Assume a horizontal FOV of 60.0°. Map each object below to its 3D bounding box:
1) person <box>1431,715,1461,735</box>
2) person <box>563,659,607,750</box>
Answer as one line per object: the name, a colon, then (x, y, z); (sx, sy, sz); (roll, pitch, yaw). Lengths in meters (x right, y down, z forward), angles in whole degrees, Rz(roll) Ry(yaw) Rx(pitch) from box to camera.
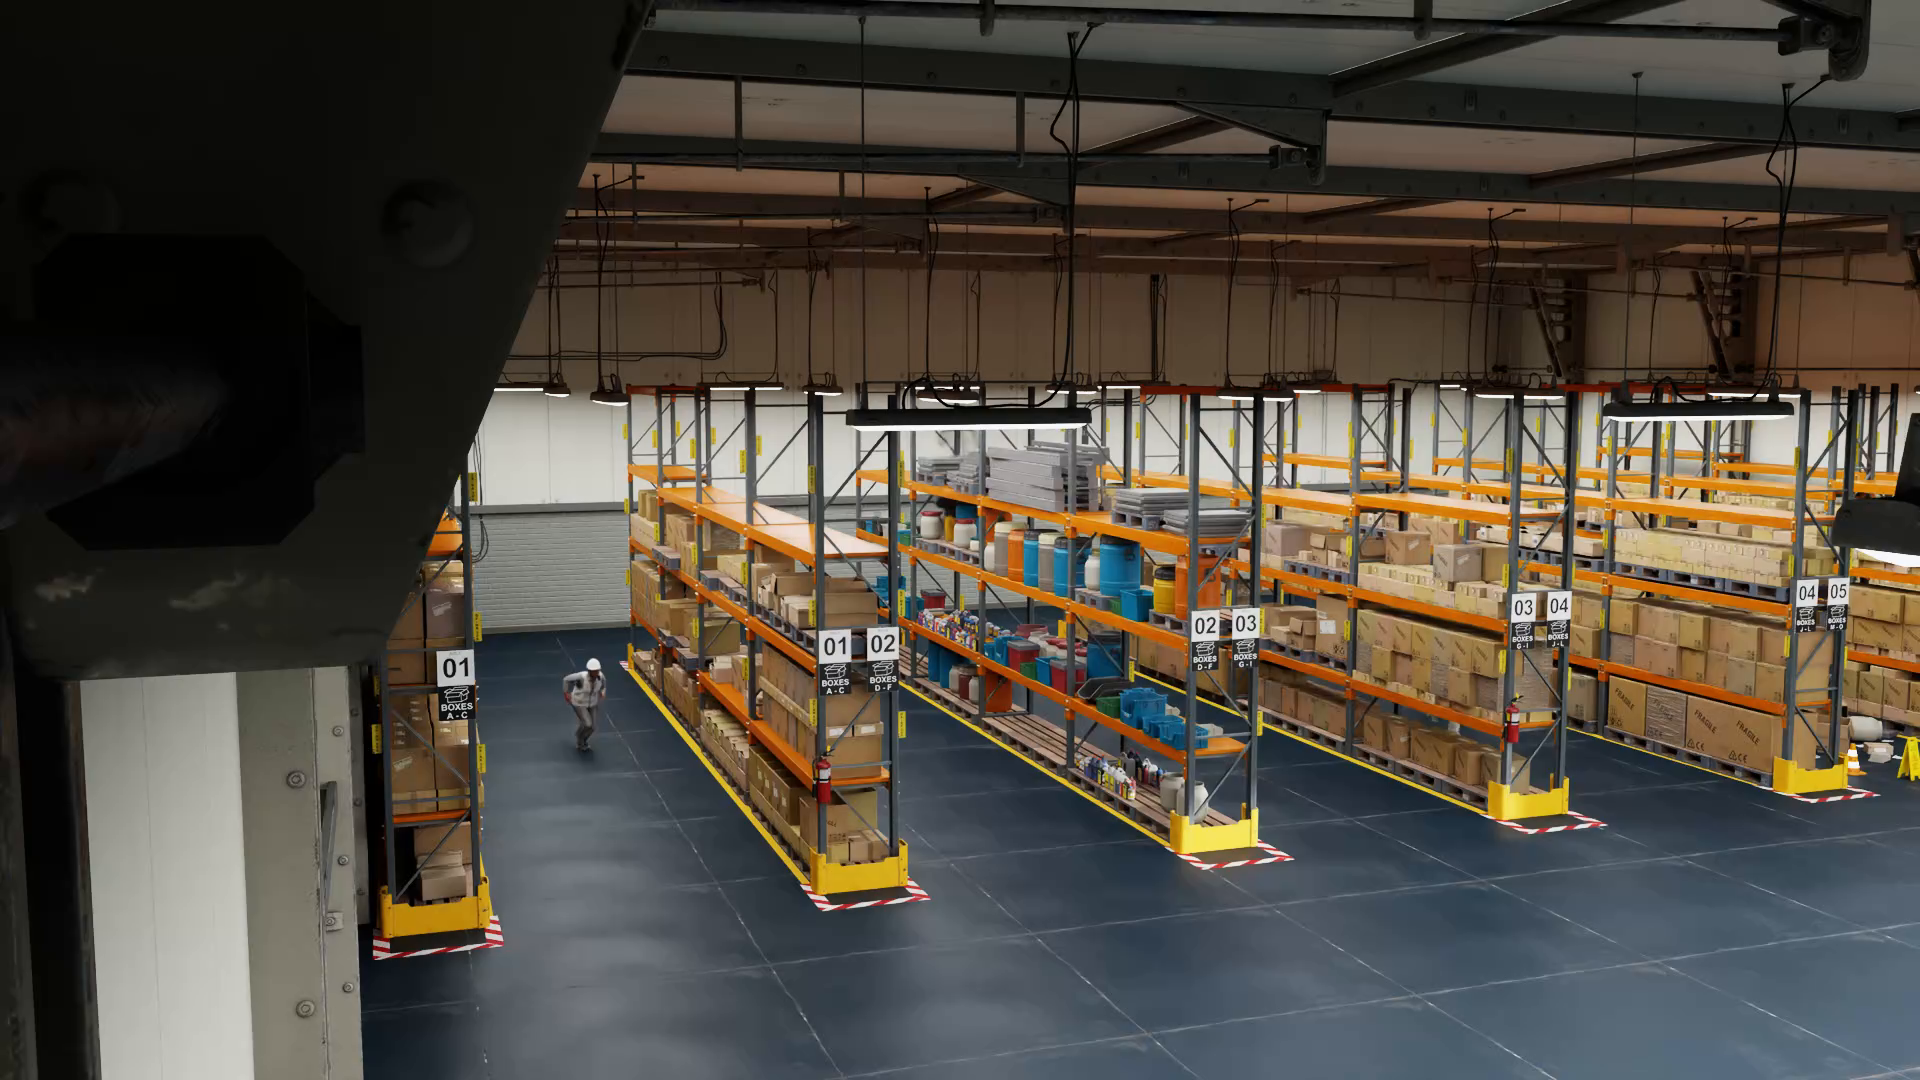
person: (8.516, 2.540, 28.737); (0.710, 1.724, 0.797); (-4, 7, -32)
person: (-6.160, 2.715, 27.345); (0.684, 1.599, 0.864); (-5, 8, -39)
